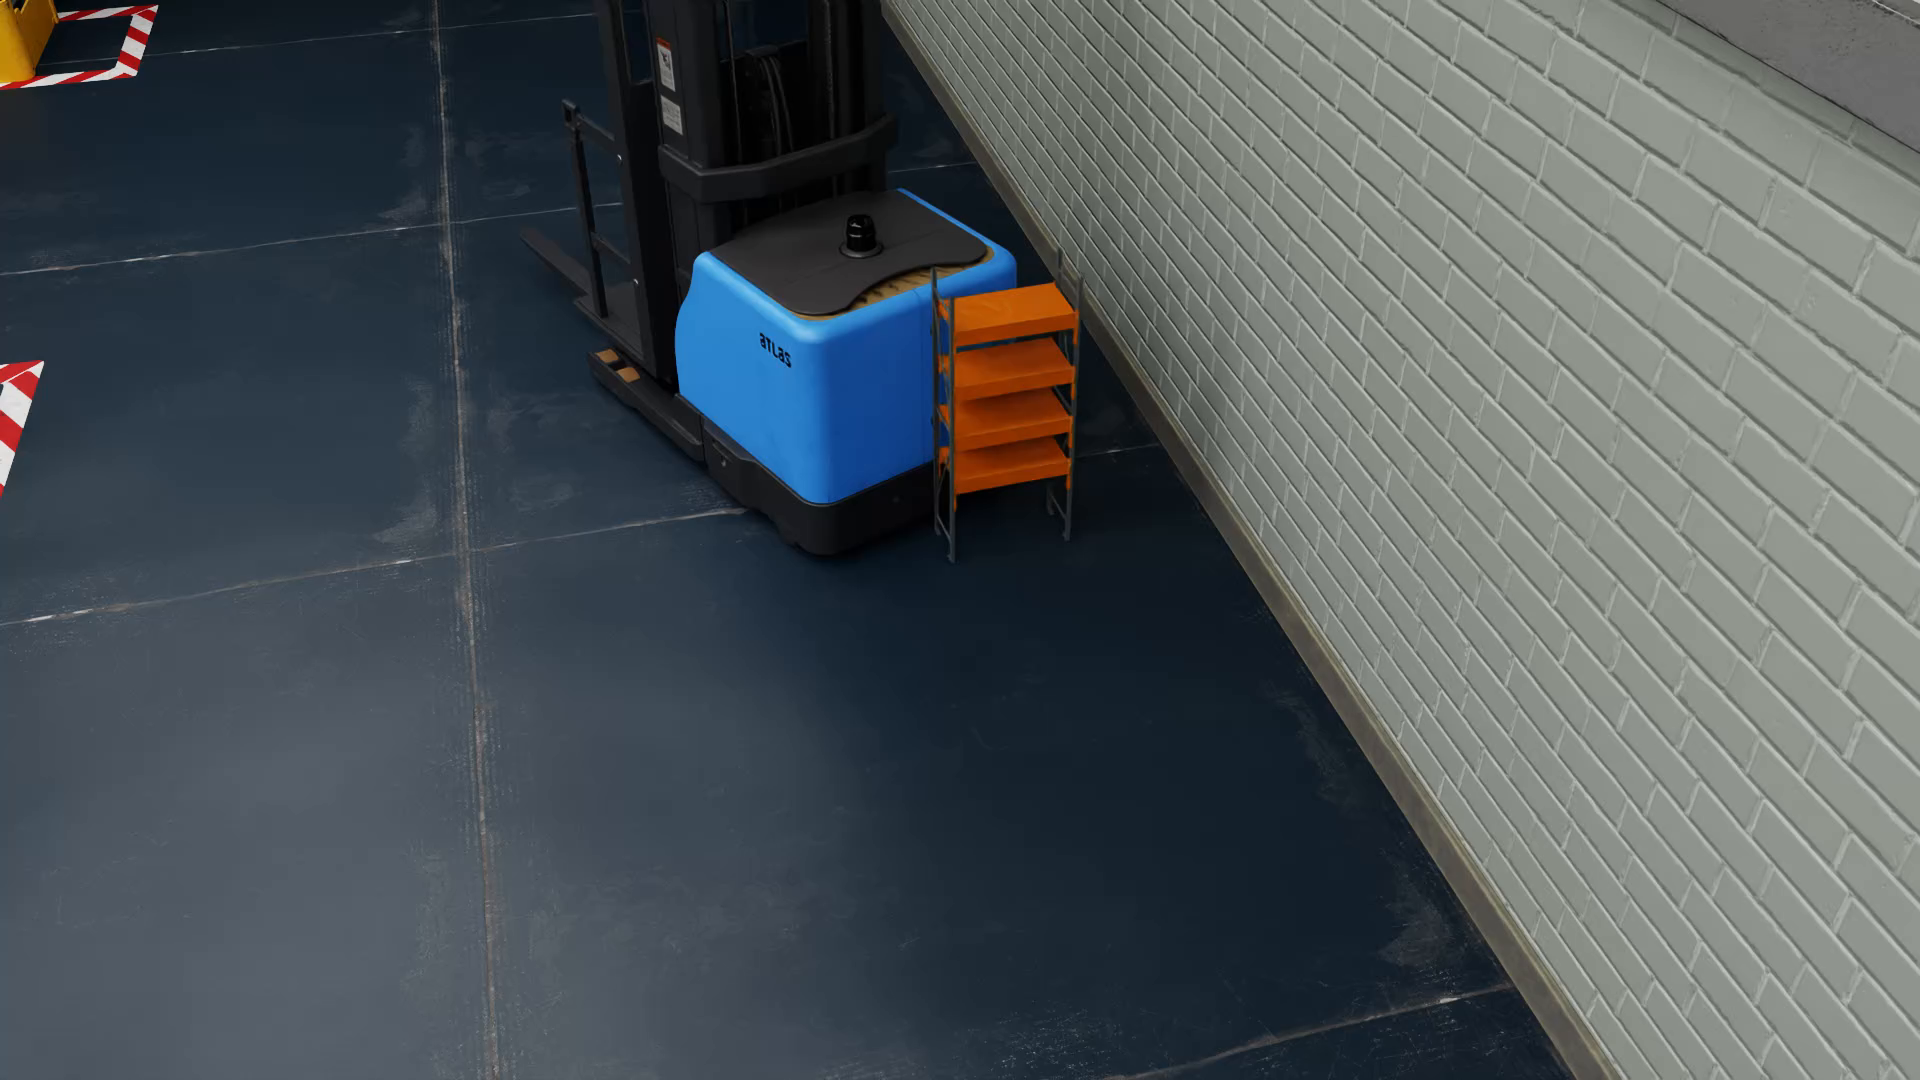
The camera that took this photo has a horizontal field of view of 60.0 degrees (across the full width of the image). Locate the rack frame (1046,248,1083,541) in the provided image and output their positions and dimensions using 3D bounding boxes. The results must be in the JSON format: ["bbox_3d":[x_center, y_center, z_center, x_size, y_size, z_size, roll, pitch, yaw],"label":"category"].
[{"bbox_3d":[0.403,-0.542,6.472,0.015,1.200,0.240,-11,39,-14],"label":"rack frame"}]

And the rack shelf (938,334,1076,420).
[{"bbox_3d":[0.170,-0.623,6.319,0.480,0.148,0.258,-11,39,-14],"label":"rack shelf"}]

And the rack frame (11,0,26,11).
[{"bbox_3d":[-6.237,-4.424,10.064,0.127,3.000,1.000,-9,38,-12],"label":"rack frame"}]

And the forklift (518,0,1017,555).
[{"bbox_3d":[-1.057,-1.945,6.881,1.130,2.935,3.031,-25,44,-29],"label":"forklift"}]

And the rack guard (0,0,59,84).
[{"bbox_3d":[-6.213,-3.435,10.828,0.348,0.500,1.175,-9,38,-12],"label":"rack guard"}]

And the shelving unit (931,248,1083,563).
[{"bbox_3d":[0.170,-0.498,6.414,0.503,1.200,0.258,-11,39,-14],"label":"shelving unit"}]

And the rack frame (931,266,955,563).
[{"bbox_3d":[-0.063,-0.454,6.356,0.015,1.200,0.240,-11,39,-14],"label":"rack frame"}]

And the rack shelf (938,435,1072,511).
[{"bbox_3d":[0.170,-0.287,6.575,0.480,0.148,0.258,-11,39,-14],"label":"rack shelf"}]

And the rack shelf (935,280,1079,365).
[{"bbox_3d":[0.170,-0.810,6.175,0.480,0.148,0.258,-11,39,-14],"label":"rack shelf"}]

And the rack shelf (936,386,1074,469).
[{"bbox_3d":[0.170,-0.445,6.455,0.480,0.148,0.258,-11,39,-14],"label":"rack shelf"}]
